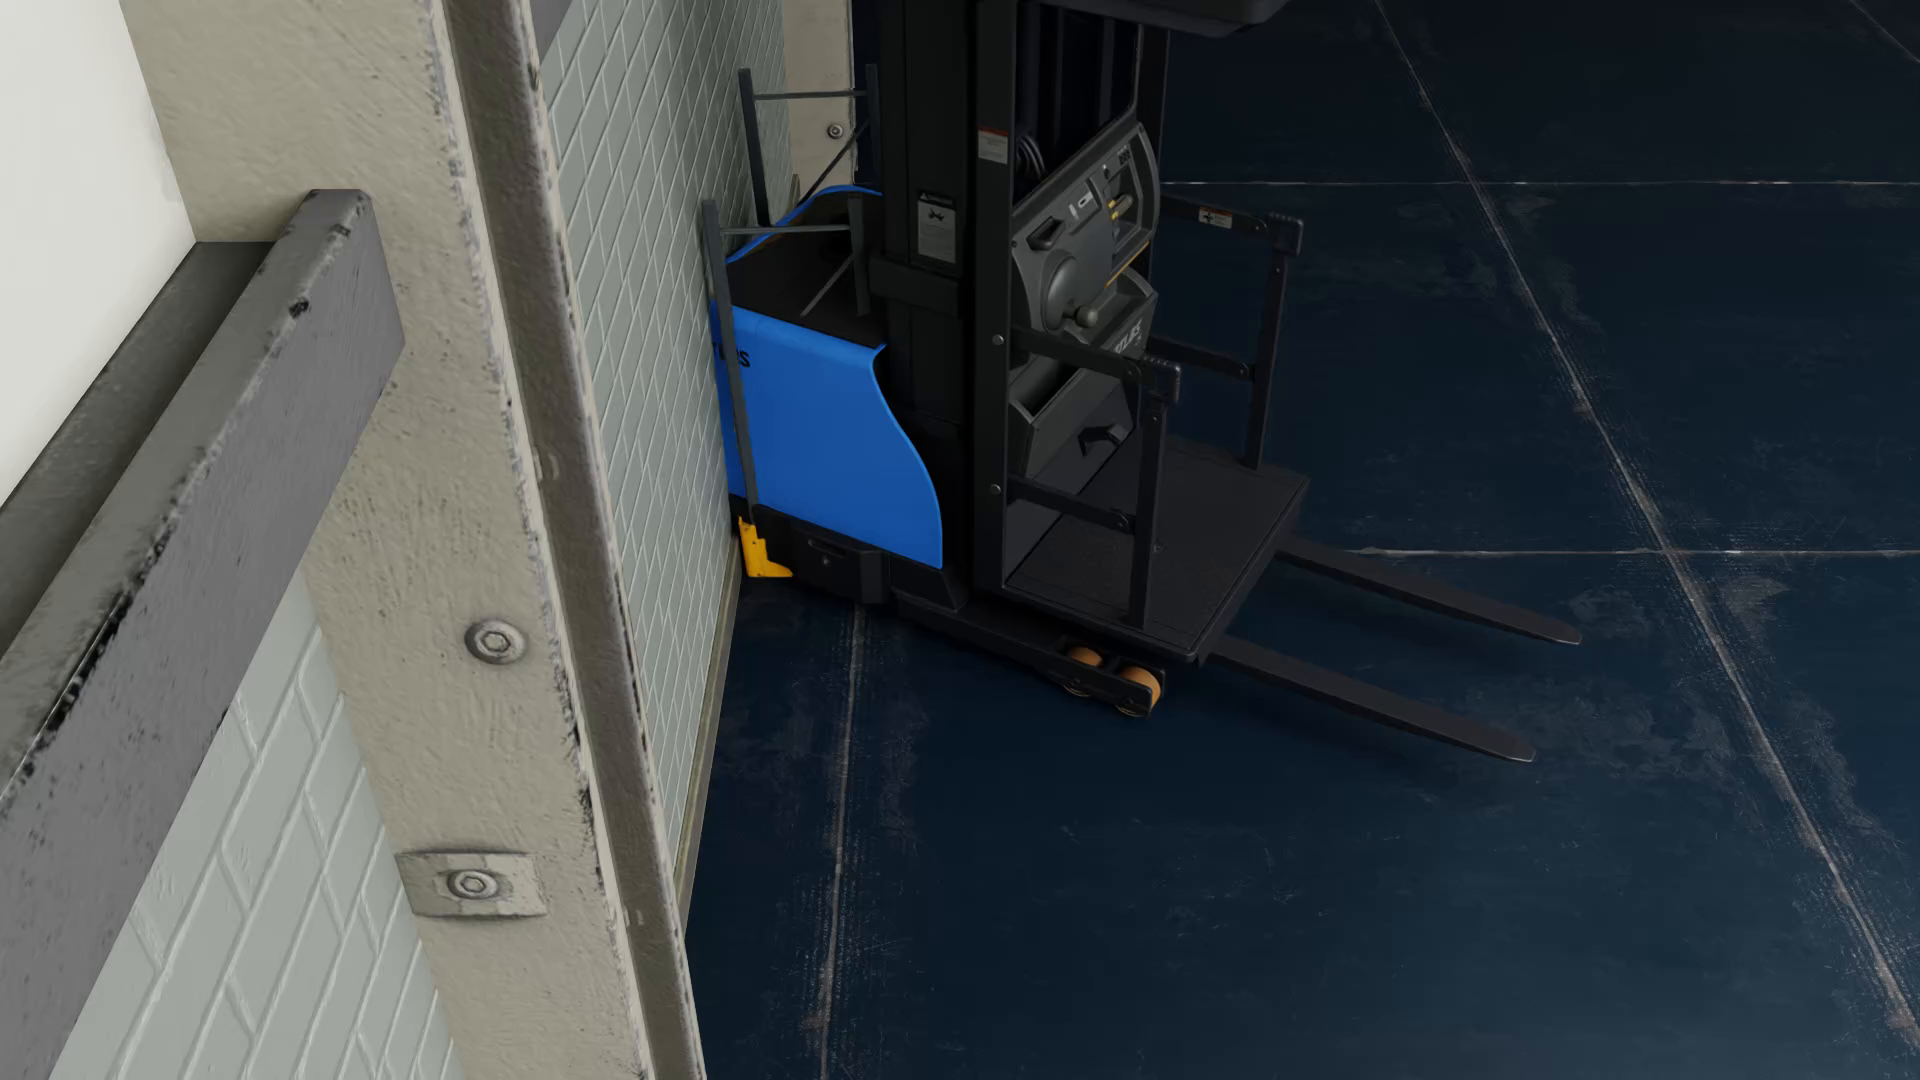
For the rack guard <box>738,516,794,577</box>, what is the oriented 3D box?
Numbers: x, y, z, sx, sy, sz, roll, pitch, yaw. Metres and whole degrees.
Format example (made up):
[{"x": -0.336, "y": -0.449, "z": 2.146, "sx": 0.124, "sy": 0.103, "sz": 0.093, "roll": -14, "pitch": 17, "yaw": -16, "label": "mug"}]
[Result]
[{"x": -0.495, "y": 0.011, "z": 6.036, "sx": 0.587, "sy": 0.250, "sz": 0.087, "roll": -2, "pitch": 39, "yaw": 2, "label": "rack guard"}]

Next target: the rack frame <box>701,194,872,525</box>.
[{"x": -0.523, "y": -0.476, "z": 5.646, "sx": 0.500, "sy": 1.500, "sz": 0.032, "roll": -2, "pitch": 39, "yaw": 2, "label": "rack frame"}]

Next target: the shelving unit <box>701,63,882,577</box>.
[{"x": -0.519, "y": -0.788, "z": 6.036, "sx": 0.587, "sy": 1.500, "sz": 1.083, "roll": -2, "pitch": 39, "yaw": 2, "label": "shelving unit"}]

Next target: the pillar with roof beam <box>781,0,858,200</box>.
[{"x": 3.619, "y": -5.343, "z": 5.722, "sx": 9.100, "sy": 9.000, "sz": 0.400, "roll": 0, "pitch": 39, "yaw": 0, "label": "pillar with roof beam"}]

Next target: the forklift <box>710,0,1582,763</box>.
[{"x": 0.579, "y": -0.940, "z": 5.079, "sx": 3.031, "sy": 2.935, "sz": 1.130, "roll": 19, "pitch": 43, "yaw": 22, "label": "forklift"}]

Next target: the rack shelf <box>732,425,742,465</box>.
[{"x": -0.511, "y": -0.653, "z": 6.155, "sx": 0.538, "sy": 0.185, "sz": 1.000, "roll": -2, "pitch": 39, "yaw": 2, "label": "rack shelf"}]

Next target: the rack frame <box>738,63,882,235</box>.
[{"x": -0.515, "y": -1.111, "z": 6.440, "sx": 0.500, "sy": 1.500, "sz": 0.032, "roll": -2, "pitch": 39, "yaw": 2, "label": "rack frame"}]
